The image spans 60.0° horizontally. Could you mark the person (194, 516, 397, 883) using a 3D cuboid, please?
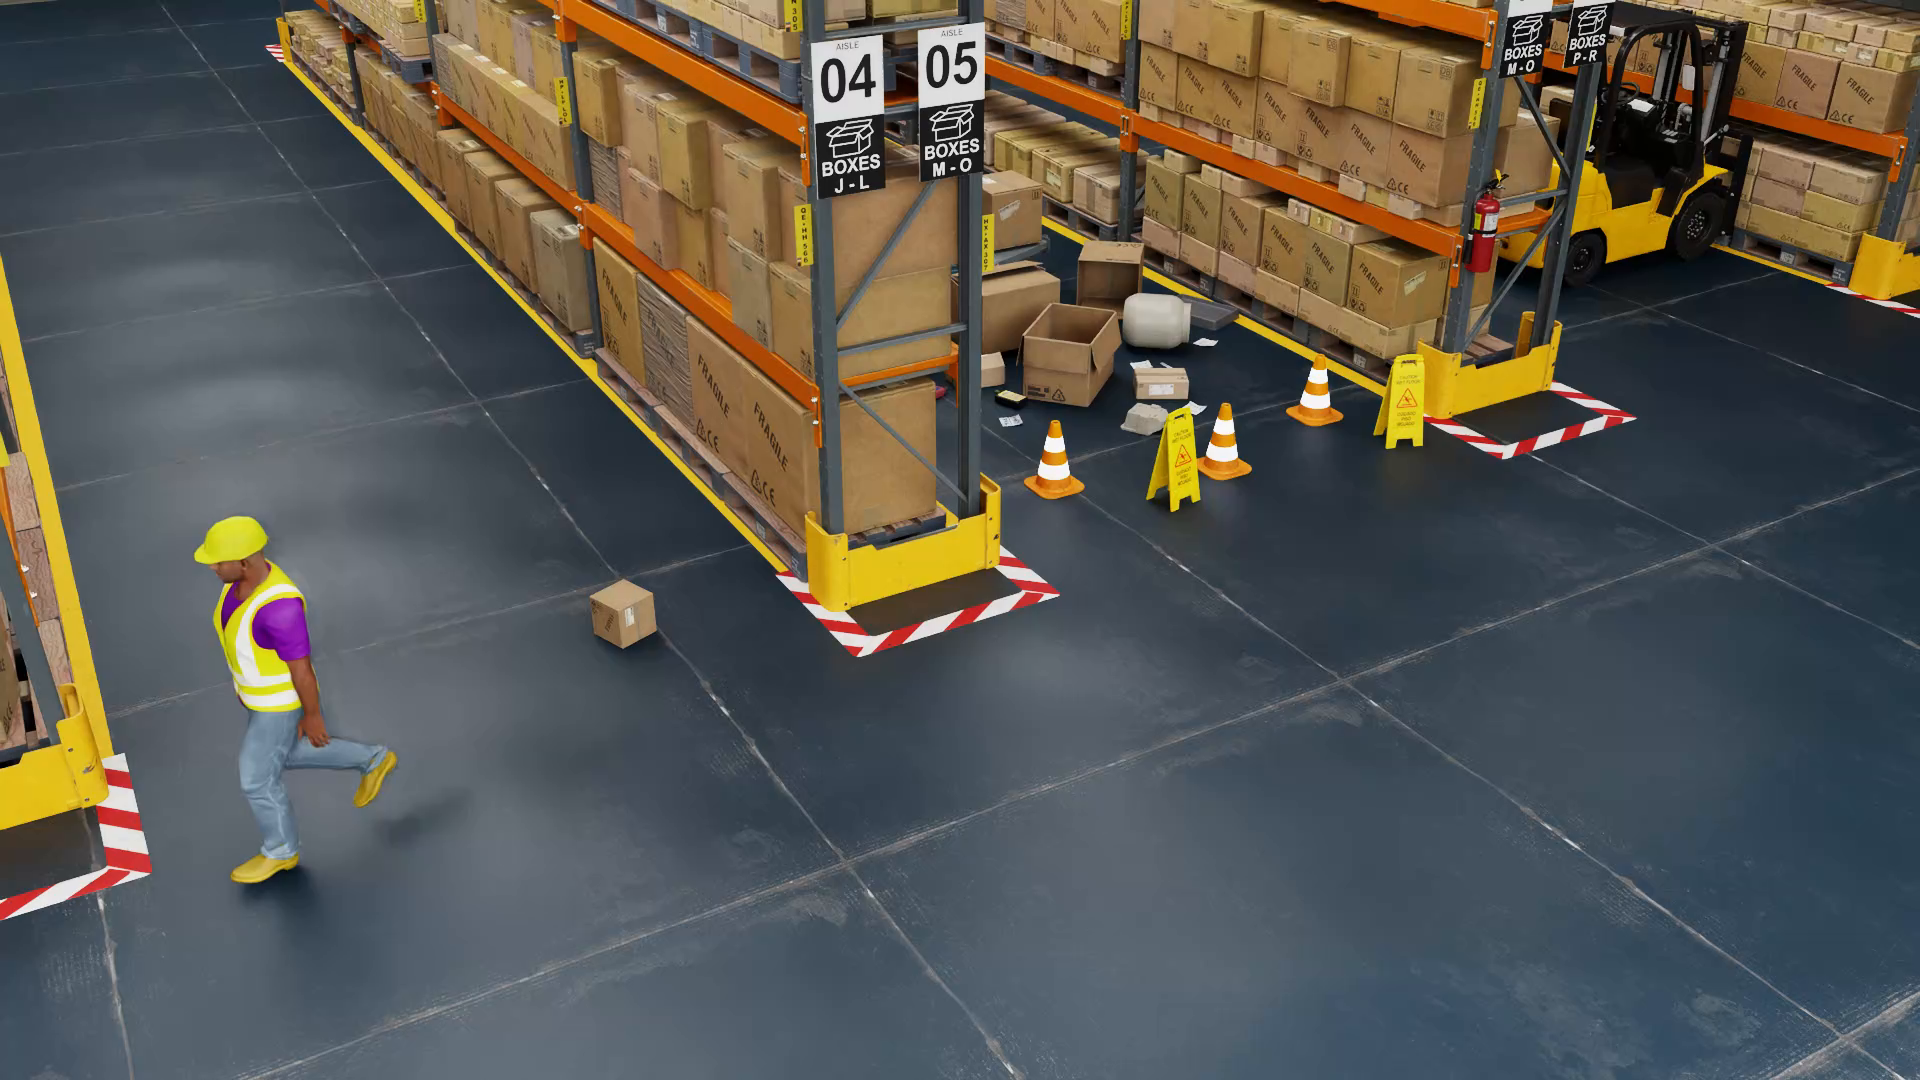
[{"bbox_3d":[-2.993,0.640,7.363,0.860,1.740,0.613,-21,35,-33],"label":"person"}]
